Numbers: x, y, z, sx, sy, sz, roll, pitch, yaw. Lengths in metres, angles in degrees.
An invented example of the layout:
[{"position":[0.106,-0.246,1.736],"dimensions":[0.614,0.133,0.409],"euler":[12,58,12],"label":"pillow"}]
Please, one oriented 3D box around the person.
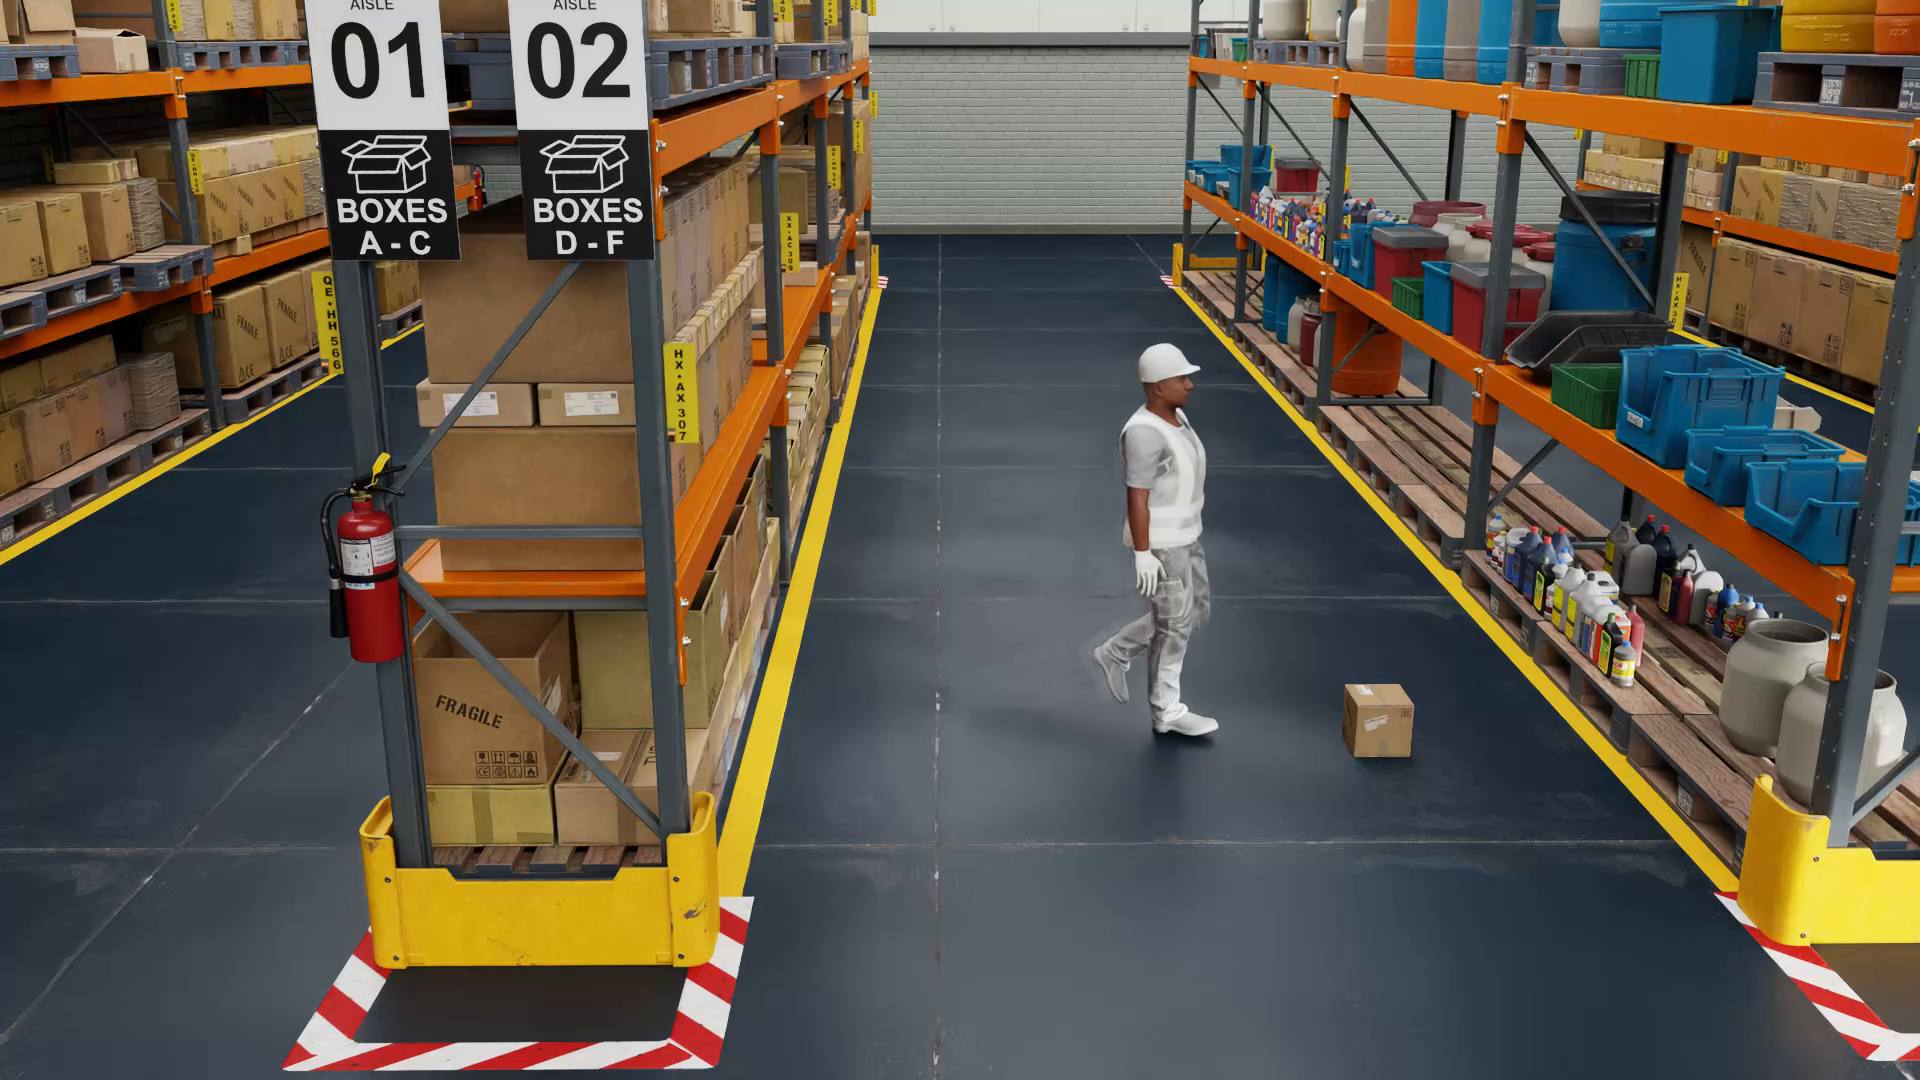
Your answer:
[{"position":[0.893,0.001,7.453],"dimensions":[0.629,1.778,0.594],"euler":[6,18,19],"label":"person"}]
